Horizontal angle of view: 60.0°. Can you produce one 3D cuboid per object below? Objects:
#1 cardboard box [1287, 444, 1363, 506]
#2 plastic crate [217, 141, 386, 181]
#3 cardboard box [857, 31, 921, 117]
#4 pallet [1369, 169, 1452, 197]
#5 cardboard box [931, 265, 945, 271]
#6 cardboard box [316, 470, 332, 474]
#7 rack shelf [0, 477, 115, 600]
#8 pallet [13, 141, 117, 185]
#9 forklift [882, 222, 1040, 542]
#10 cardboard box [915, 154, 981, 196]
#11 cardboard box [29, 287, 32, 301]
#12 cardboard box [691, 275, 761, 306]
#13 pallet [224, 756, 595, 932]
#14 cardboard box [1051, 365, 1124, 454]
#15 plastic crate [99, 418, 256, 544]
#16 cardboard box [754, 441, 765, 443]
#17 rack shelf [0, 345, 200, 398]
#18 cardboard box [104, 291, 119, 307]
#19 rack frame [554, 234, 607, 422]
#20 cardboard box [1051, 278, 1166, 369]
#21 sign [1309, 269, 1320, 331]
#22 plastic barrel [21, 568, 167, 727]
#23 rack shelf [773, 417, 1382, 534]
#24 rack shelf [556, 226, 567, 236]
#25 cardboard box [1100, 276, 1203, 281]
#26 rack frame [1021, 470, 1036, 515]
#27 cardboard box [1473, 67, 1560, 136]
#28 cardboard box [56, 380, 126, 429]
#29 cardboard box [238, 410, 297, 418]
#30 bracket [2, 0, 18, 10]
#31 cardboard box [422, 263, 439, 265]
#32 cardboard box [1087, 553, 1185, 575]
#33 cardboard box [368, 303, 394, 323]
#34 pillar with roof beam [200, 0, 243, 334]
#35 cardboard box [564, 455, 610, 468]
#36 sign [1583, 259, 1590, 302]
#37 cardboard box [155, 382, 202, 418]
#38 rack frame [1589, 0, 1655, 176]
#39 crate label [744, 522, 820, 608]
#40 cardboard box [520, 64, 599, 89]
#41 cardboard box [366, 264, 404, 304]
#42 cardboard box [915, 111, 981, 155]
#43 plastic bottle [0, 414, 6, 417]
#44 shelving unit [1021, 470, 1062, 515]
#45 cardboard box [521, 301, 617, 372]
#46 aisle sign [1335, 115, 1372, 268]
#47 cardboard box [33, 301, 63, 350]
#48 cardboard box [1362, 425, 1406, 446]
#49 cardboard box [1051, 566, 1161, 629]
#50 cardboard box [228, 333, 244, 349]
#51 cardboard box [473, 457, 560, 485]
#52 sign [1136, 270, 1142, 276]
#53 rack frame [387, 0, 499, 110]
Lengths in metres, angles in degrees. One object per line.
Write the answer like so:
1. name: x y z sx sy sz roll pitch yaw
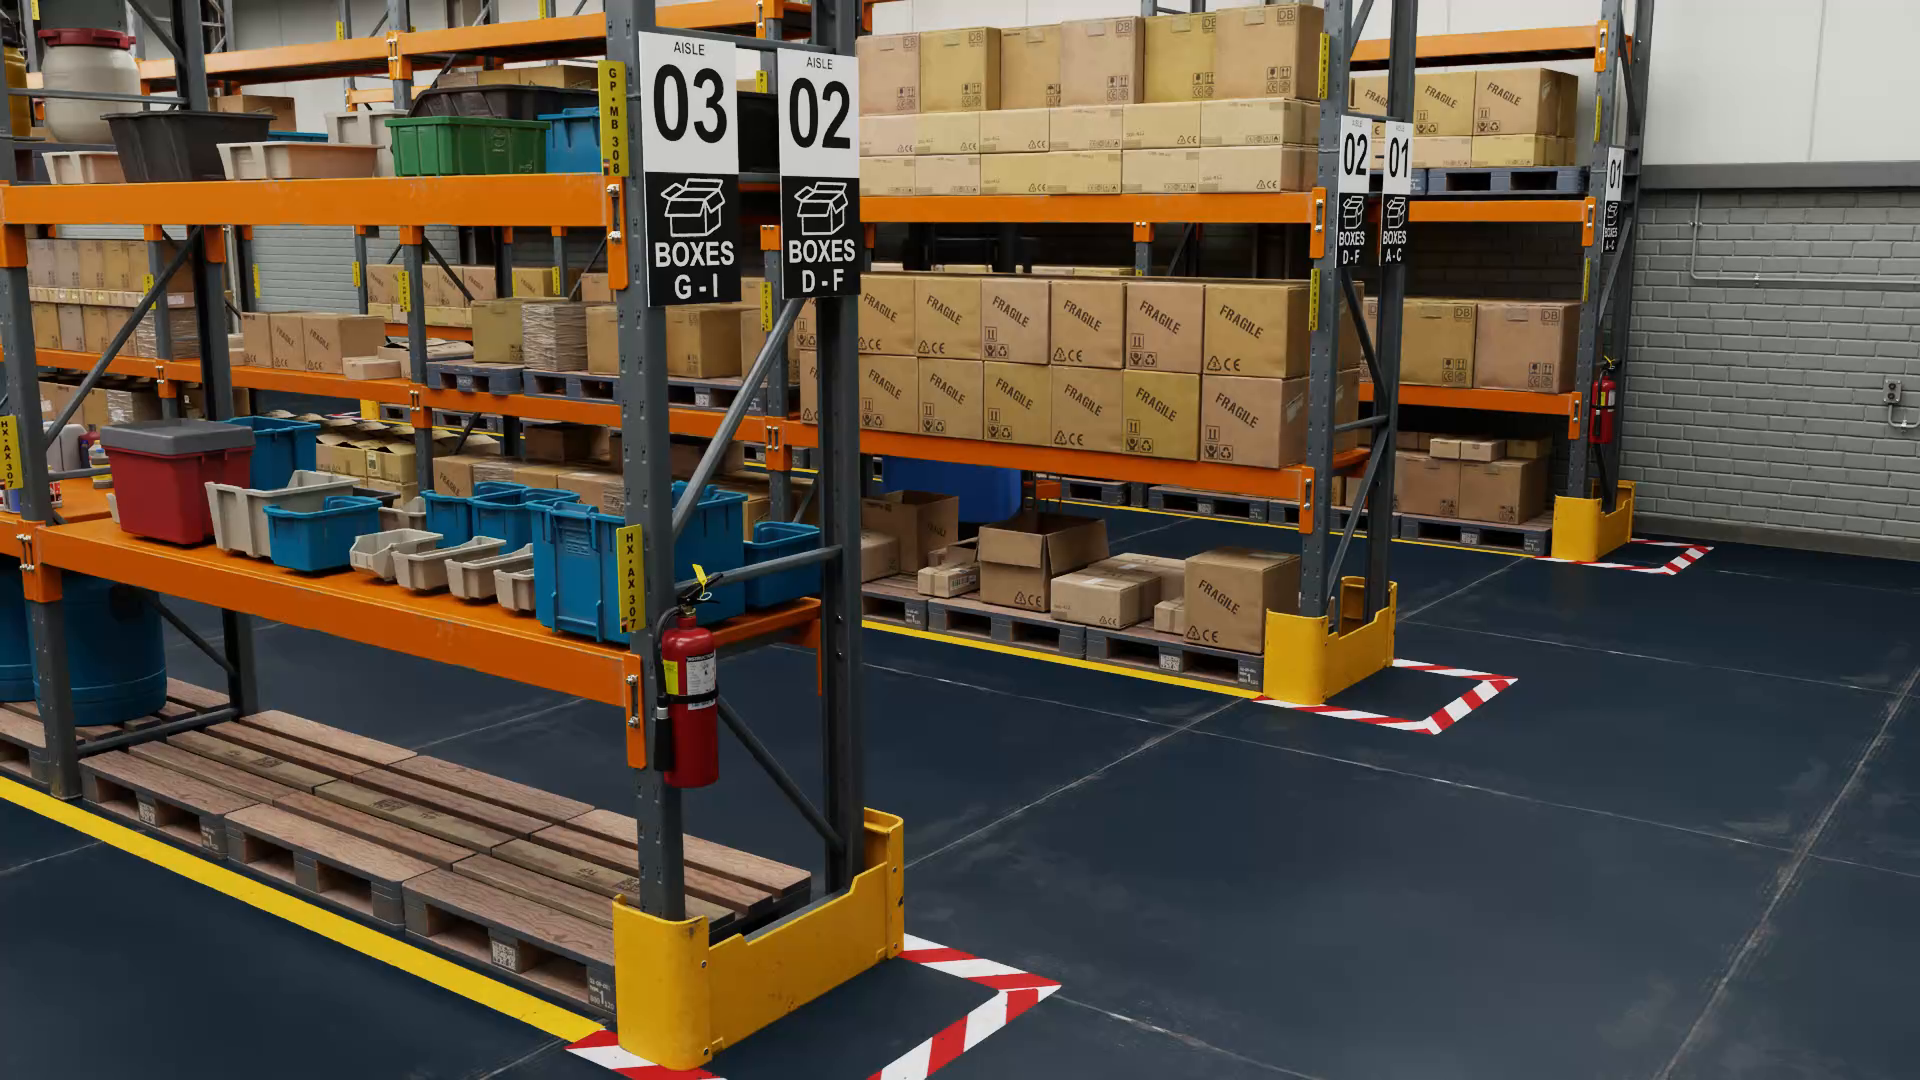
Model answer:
1. cardboard box: 3.304 -0.617 14.799 0.500 0.500 0.700 8 14 37
2. plastic crate: -2.505 -1.424 6.292 0.530 0.136 0.437 8 13 36
3. cardboard box: -0.248 -2.980 10.745 0.500 0.500 0.700 8 13 36
4. pallet: 3.579 -3.051 14.242 1.213 0.211 1.003 8 13 36
5. cardboard box: -0.225 -2.670 16.858 0.500 0.250 0.500 8 14 36
6. cardboard box: -5.596 -0.536 15.039 0.500 0.250 0.500 8 14 37
7. rack shelf: -5.529 -0.208 9.102 4.000 0.370 1.077 8 13 36
8. pallet: -4.607 -1.790 7.983 1.003 0.211 1.213 8 13 36
9. forklift: 0.100 -1.562 14.385 1.130 2.935 3.031 2 11 9
10. cardboard box: 0.066 -2.288 10.455 0.500 0.250 0.500 8 13 36
11. cardboard box: -9.849 -2.648 17.847 0.250 0.149 0.380 8 13 35
12. cardboard box: -2.679 -2.756 18.956 0.500 0.500 0.700 8 13 36
13. pallet: -2.314 1.246 7.031 1.213 0.211 1.003 8 13 36
14. cardboard box: 0.901 -0.817 10.093 0.500 0.500 0.500 8 14 36
15. plastic crate: -3.346 -0.259 7.142 0.583 0.464 0.402 8 13 36
16. cardboard box: -1.888 -1.365 18.609 0.500 0.500 0.700 8 14 36
17. rack shelf: -9.042 -1.865 17.669 4.000 0.370 1.077 8 13 36
18. cardboard box: -8.399 -2.446 16.803 0.250 0.149 0.380 8 13 35
19. rack frame: -4.501 -2.753 20.360 0.127 3.000 1.000 8 13 36
20. cardboard box: 0.892 -1.307 9.992 0.500 0.500 0.500 8 14 37
21. sign: 1.897 -1.286 8.897 0.005 0.325 0.100 8 13 36
22. plastic barrel: -4.345 0.424 8.361 0.708 0.901 0.600 8 13 36
23. rack shelf: 0.630 -0.516 10.695 4.000 0.370 1.077 8 13 36
24. rack shelf: -2.889 -3.647 18.982 4.000 0.370 1.077 8 13 36
25. cardboard box: 1.214 -1.390 10.419 0.500 0.500 0.500 8 14 36
26. rack frame: 0.535 -0.340 13.021 0.008 1.050 0.200 -7 13 -31
27. cardboard box: 4.420 -3.466 13.205 0.500 0.500 0.500 8 13 35
28. cardboard box: -9.146 -1.404 17.551 0.500 0.500 0.500 8 13 36
29. cardboard box: -6.934 -1.124 16.598 0.500 0.311 0.500 8 13 36
30. bracket: -16.196 -9.217 28.502 0.430 0.232 0.235 8 13 36
31. cardboard box: -7.219 -3.486 22.520 0.500 0.500 0.500 8 13 35
32. cardboard box: 1.166 0.272 10.806 0.500 0.250 0.500 8 13 36
33. cardboard box: -7.520 -3.035 22.162 0.500 0.250 0.500 7 13 34
34. pillar with roof beam: -14.033 -6.217 22.473 0.400 9.000 9.100 8 13 36
35. cardboard box: -2.896 -0.405 13.651 0.500 0.500 0.500 7 13 34
36. sign: 4.839 -2.007 12.833 0.005 0.325 0.100 8 13 36
37. cardboard box: -8.026 -1.373 17.390 0.500 0.500 0.500 8 13 36
38. rack frame: 5.171 -4.349 12.817 0.127 3.000 1.000 8 13 36
39. crate label: -0.697 0.088 5.961 0.303 0.233 0.416 8 13 36
40. cardboard box: -3.036 -3.392 12.873 0.500 0.500 0.500 8 13 36
41. cardboard box: -7.518 -3.407 22.111 0.500 0.500 0.500 8 14 36
42. cardboard box: 0.063 -2.532 10.403 0.500 0.250 0.500 8 13 36
43. plastic bottle: -5.421 -0.575 9.412 0.133 0.283 0.061 8 13 36
44. shelving unit: 0.639 -0.352 13.083 0.252 1.050 0.215 -7 13 -31
45. cardboard box: -3.008 -1.614 13.105 0.700 0.500 0.500 -10 15 -42
46. aisle sign: 2.116 -1.866 8.936 0.004 0.787 0.394 8 13 36
47. cardboard box: -9.463 -2.323 17.877 0.500 0.500 0.700 8 14 36
48. cardboard box: 3.744 -0.923 14.671 0.250 0.149 0.380 8 14 36
49. cardboard box: 0.910 0.355 10.381 0.500 0.250 0.500 8 13 36
50. cardboard box: -7.007 -1.871 16.201 0.500 0.250 0.500 9 14 39
51. cardboard box: -3.583 -0.380 13.519 0.500 0.500 0.500 7 13 33
52. sign: 1.634 -2.299 15.174 0.005 0.325 0.100 8 13 36
53. rack frame: -4.206 -4.489 13.544 0.127 3.000 1.000 8 13 36
